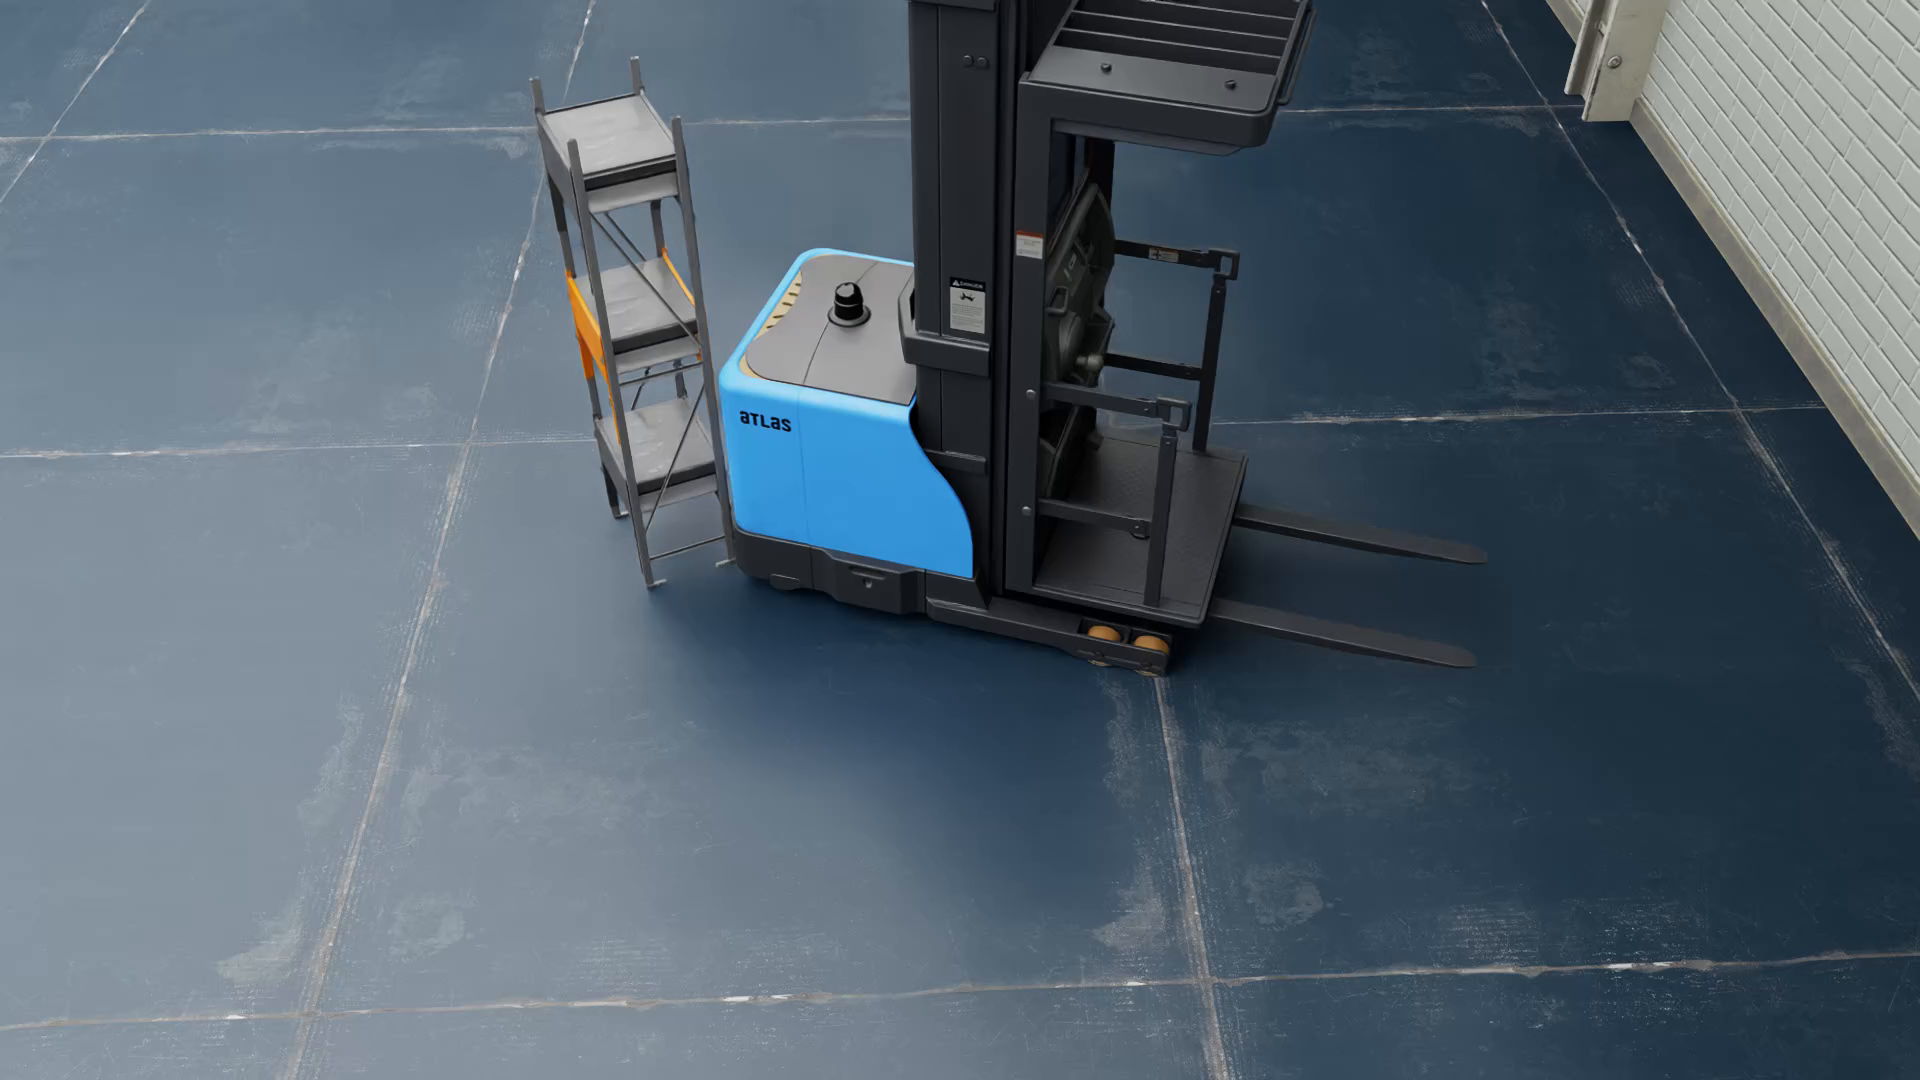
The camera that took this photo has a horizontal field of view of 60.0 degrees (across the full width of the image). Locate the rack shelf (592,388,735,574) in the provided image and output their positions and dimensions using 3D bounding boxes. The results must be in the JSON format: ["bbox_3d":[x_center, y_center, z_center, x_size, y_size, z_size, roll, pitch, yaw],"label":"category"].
[{"bbox_3d":[-1.250,-0.253,7.028,0.431,0.518,0.480,-18,45,-18],"label":"rack shelf"}]

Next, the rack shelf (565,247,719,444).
[{"bbox_3d":[-1.251,-0.769,6.555,0.431,0.518,0.480,-18,45,-18],"label":"rack shelf"}]

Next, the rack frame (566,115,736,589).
[{"bbox_3d":[-1.147,-0.630,6.383,0.400,2.100,0.015,-18,45,-18],"label":"rack frame"}]

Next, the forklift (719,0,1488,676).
[{"bbox_3d":[0.631,-0.939,6.105,3.031,2.935,1.130,12,44,12],"label":"forklift"}]

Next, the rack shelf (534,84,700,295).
[{"bbox_3d":[-1.251,-1.285,6.082,0.431,0.518,0.480,-18,45,-18],"label":"rack shelf"}]

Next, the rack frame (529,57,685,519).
[{"bbox_3d":[-1.354,-0.928,6.708,0.400,2.100,0.015,-18,45,-18],"label":"rack frame"}]

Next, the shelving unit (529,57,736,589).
[{"bbox_3d":[-1.251,-0.779,6.546,0.431,2.100,0.503,-18,45,-18],"label":"shelving unit"}]

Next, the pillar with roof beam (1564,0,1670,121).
[{"bbox_3d":[-0.404,-5.848,6.971,9.100,9.000,0.400,-2,43,-2],"label":"pillar with roof beam"}]
